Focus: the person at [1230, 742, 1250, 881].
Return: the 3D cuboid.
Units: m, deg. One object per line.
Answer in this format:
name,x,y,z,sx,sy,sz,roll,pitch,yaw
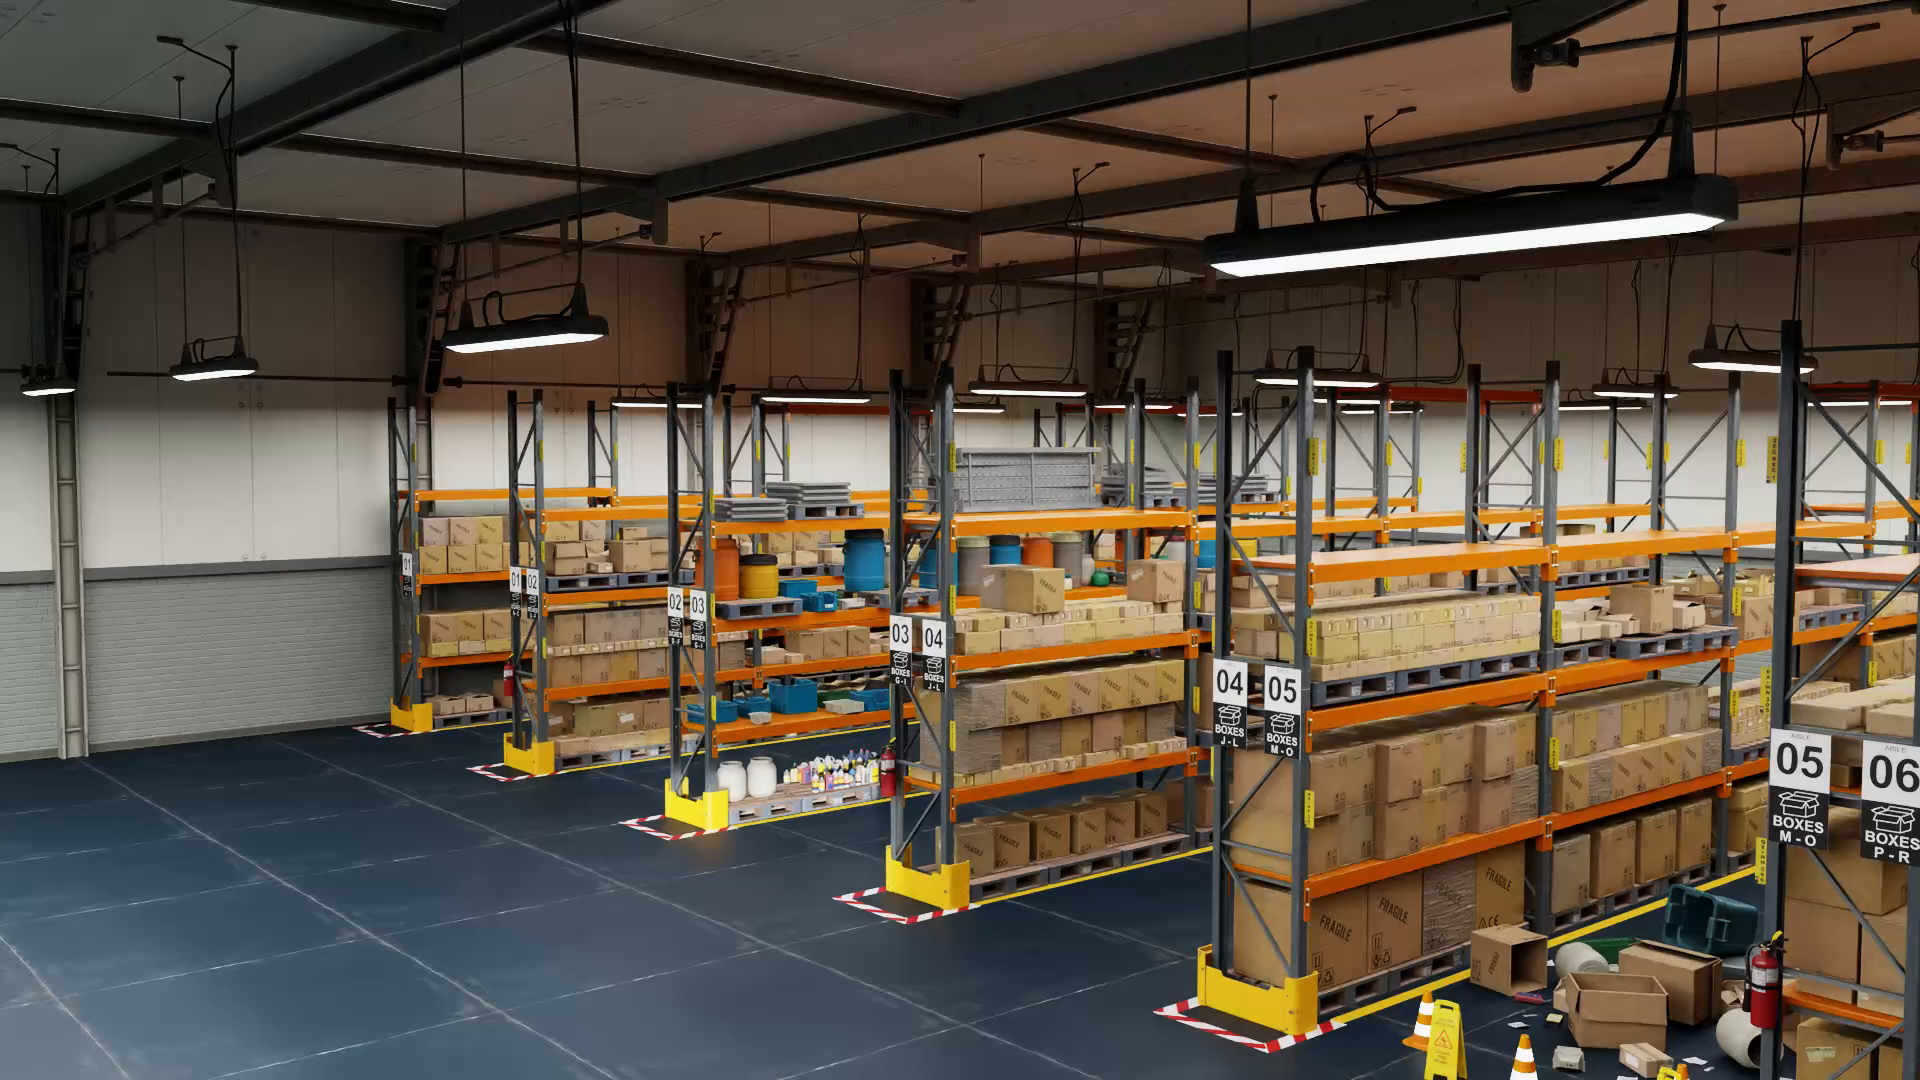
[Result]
person,3.482,3.202,19.583,0.635,1.693,0.797,3,5,45
